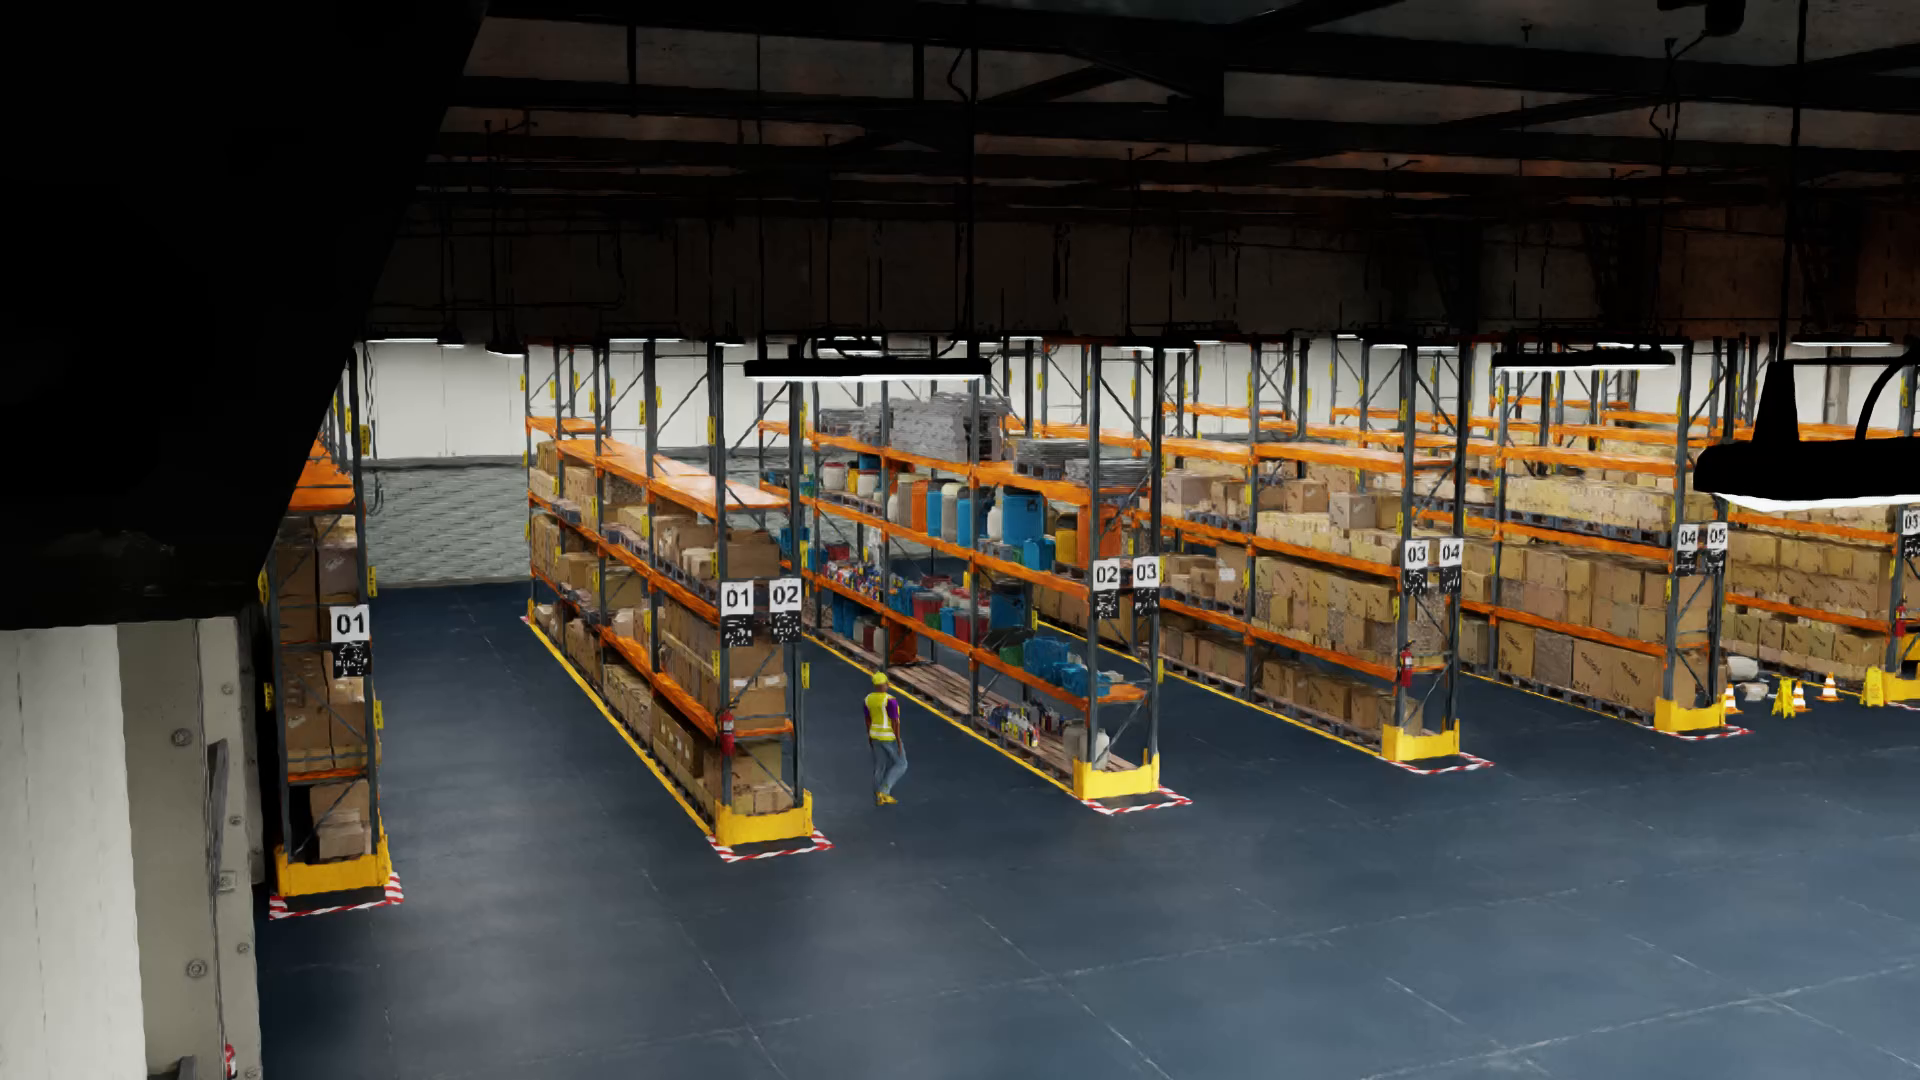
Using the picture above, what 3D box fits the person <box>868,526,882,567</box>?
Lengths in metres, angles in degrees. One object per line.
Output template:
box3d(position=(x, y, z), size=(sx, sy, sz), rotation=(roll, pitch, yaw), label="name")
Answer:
box3d(position=(-2.014, 0.047, 41.050), size=(0.488, 1.542, 0.869), rotation=(-3, 8, -24), label="person")

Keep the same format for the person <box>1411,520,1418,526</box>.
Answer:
box3d(position=(10.234, 0.424, 37.720), size=(0.653, 1.764, 0.697), rotation=(0, 8, -3), label="person")

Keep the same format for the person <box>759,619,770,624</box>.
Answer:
box3d(position=(-3.983, 0.950, 34.416), size=(0.447, 1.603, 1.012), rotation=(-2, 8, -13), label="person")

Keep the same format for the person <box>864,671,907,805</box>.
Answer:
box3d(position=(-0.990, 2.584, 21.669), size=(0.609, 1.763, 0.456), rotation=(6, 10, 39), label="person")
